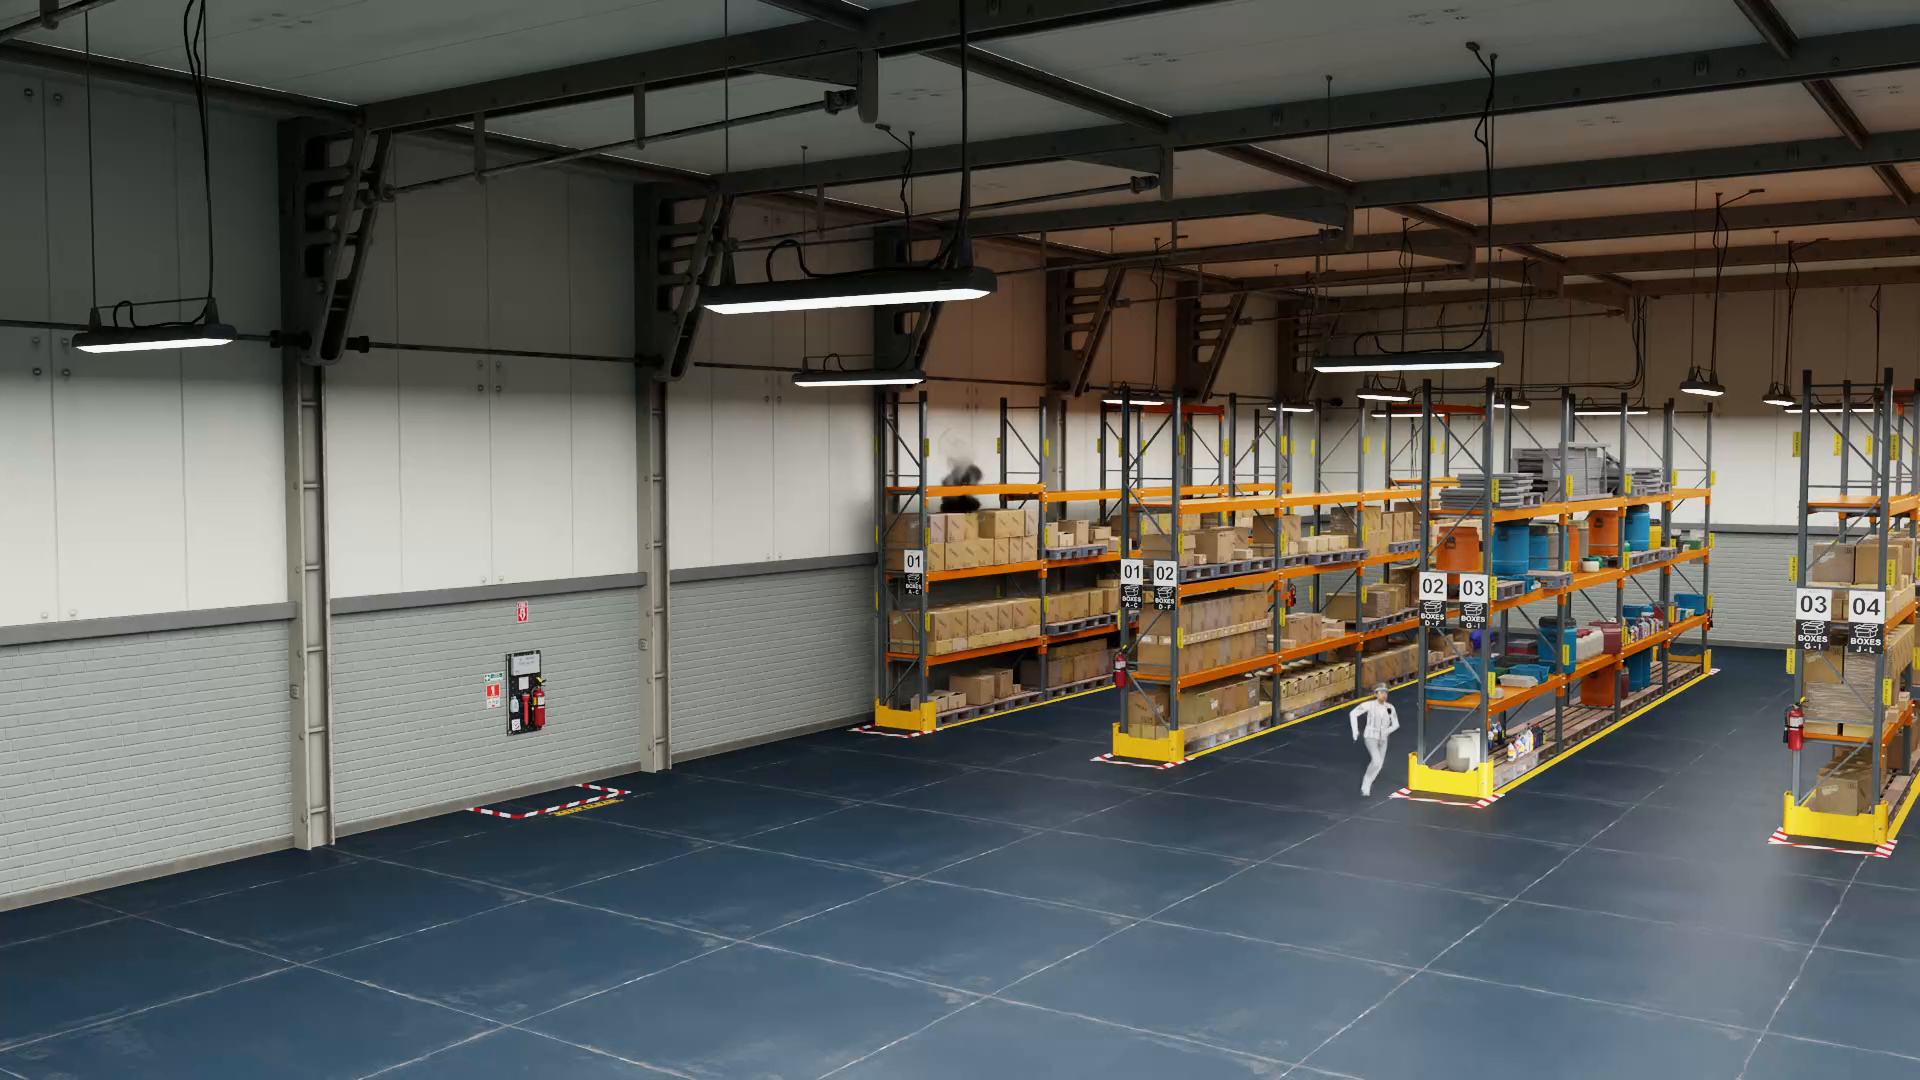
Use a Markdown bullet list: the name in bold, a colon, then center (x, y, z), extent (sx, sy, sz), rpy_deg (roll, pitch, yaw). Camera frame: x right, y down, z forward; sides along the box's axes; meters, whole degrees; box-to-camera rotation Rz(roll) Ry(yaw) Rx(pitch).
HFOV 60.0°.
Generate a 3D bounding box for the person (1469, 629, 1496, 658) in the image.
- **person**: center (10.444, 2.337, 33.366), extent (0.560, 1.621, 0.575), rpy_deg (2, 4, 28)

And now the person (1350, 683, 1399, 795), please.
- **person**: center (5.966, 2.853, 23.755), extent (0.626, 1.635, 0.605), rpy_deg (-1, 3, -13)
